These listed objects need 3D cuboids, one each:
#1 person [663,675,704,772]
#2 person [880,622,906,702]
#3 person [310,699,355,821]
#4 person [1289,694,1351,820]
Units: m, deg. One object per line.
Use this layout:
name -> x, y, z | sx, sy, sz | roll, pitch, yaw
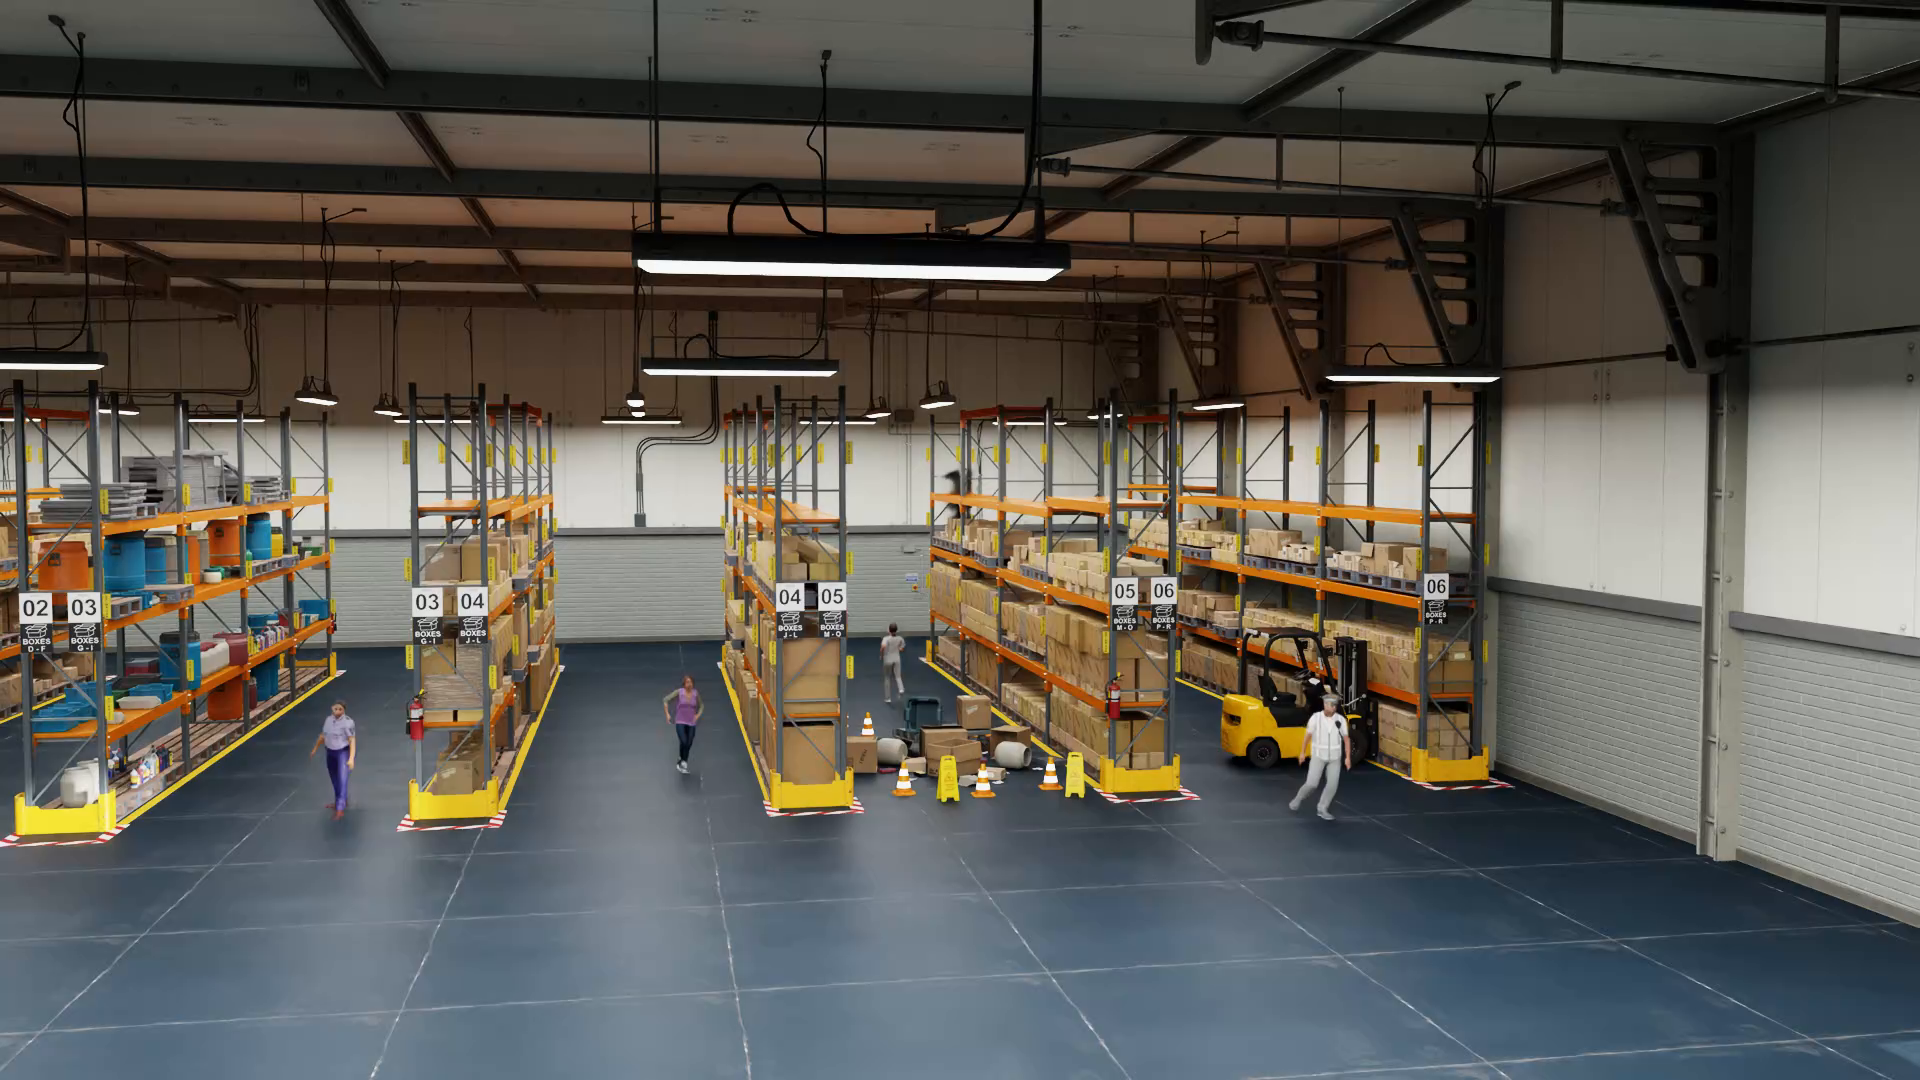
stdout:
person -> -4.330, 2.890, 26.122 | 0.623, 1.557, 0.599 | -1, 3, -22
person -> -1.362, 2.475, 33.437 | 0.580, 1.643, 0.903 | -1, 3, -19
person -> -8.732, 3.016, 23.185 | 0.699, 1.628, 0.771 | 1, 3, 20
person -> 4.969, 2.972, 22.945 | 0.781, 1.731, 0.590 | 0, 3, -2
